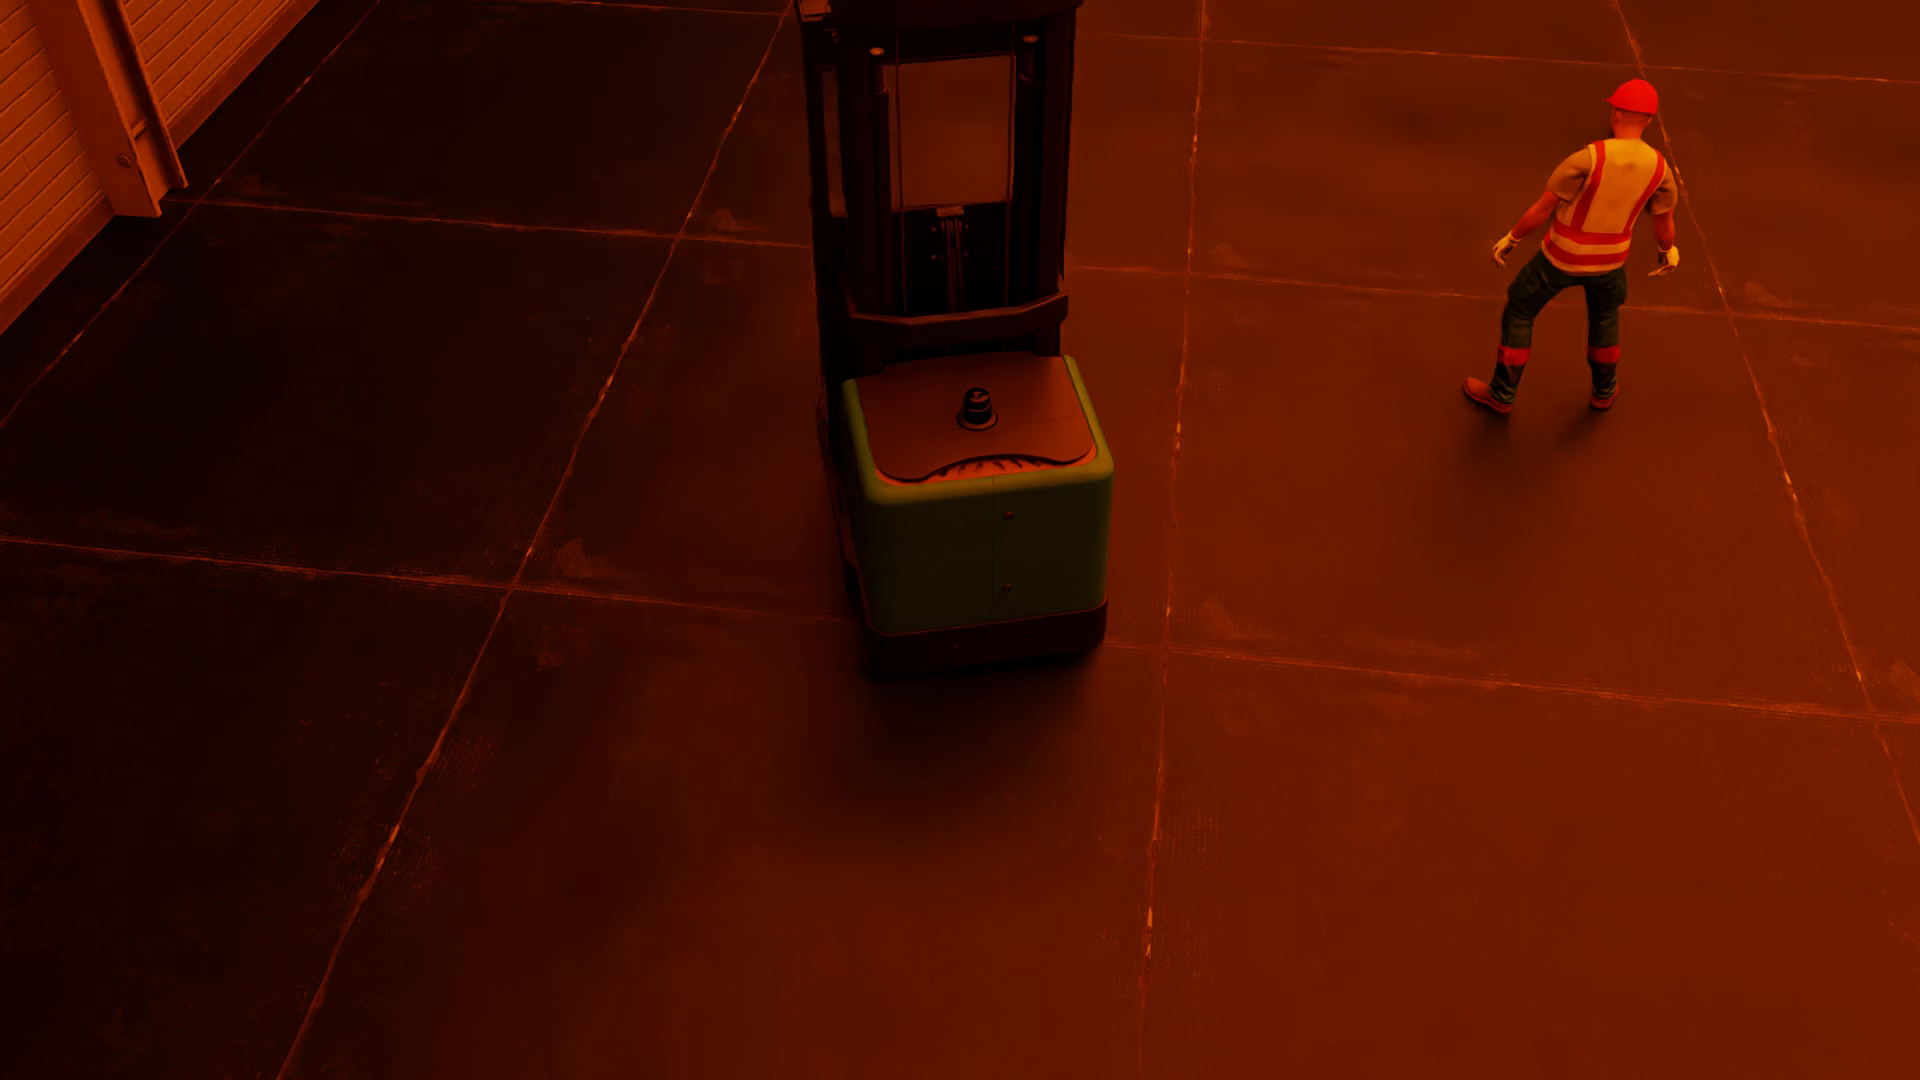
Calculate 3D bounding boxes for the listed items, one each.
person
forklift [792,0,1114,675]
[{"bbox_3d":[3.067,-1.422,8.173,0.953,1.735,0.437,-2,43,-2],"label":"person"},{"bbox_3d":[-0.128,-1.506,7.364,1.130,2.935,3.031,-7,43,-7],"label":"forklift"}]
